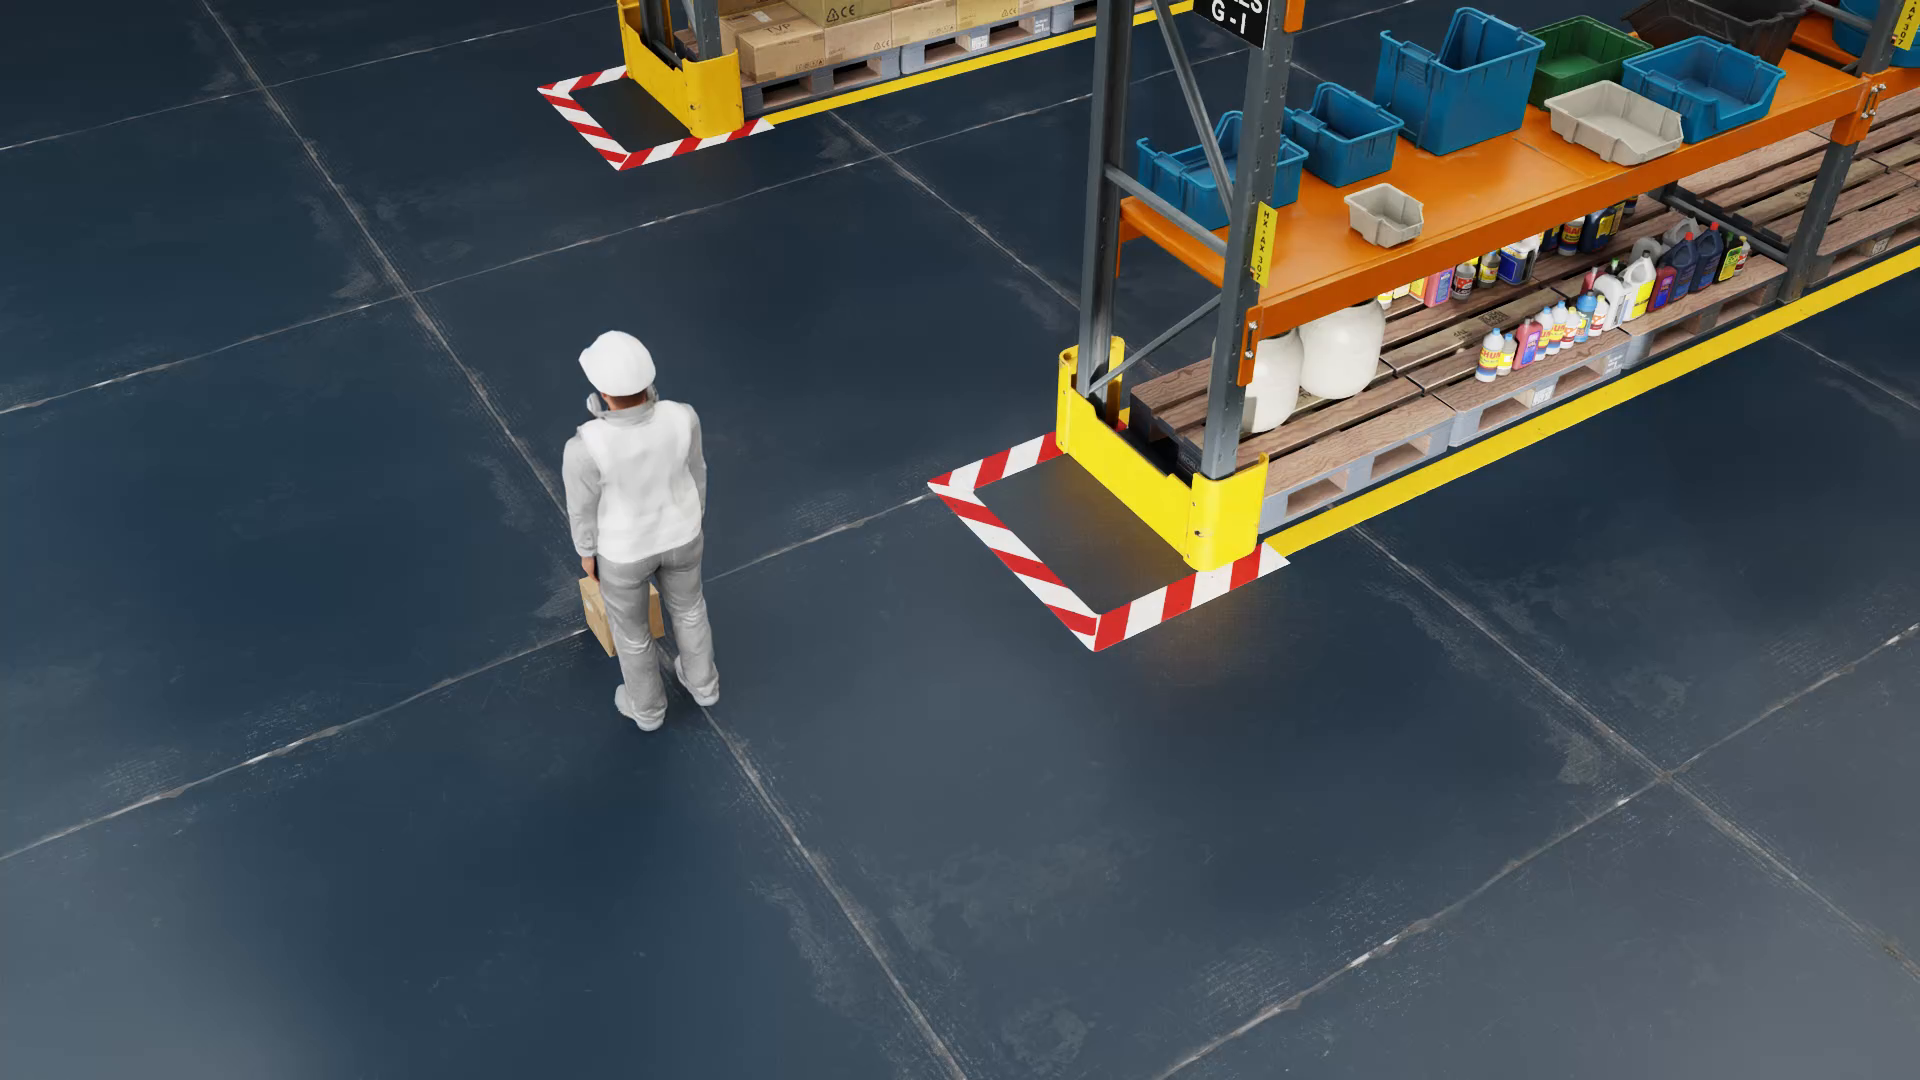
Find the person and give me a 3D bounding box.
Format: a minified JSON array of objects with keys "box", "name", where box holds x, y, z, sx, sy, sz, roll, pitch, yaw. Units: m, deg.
[{"box":[-1.178,-0.019,6.172,0.531,1.787,0.357,-21,45,-23],"name":"person"}]
